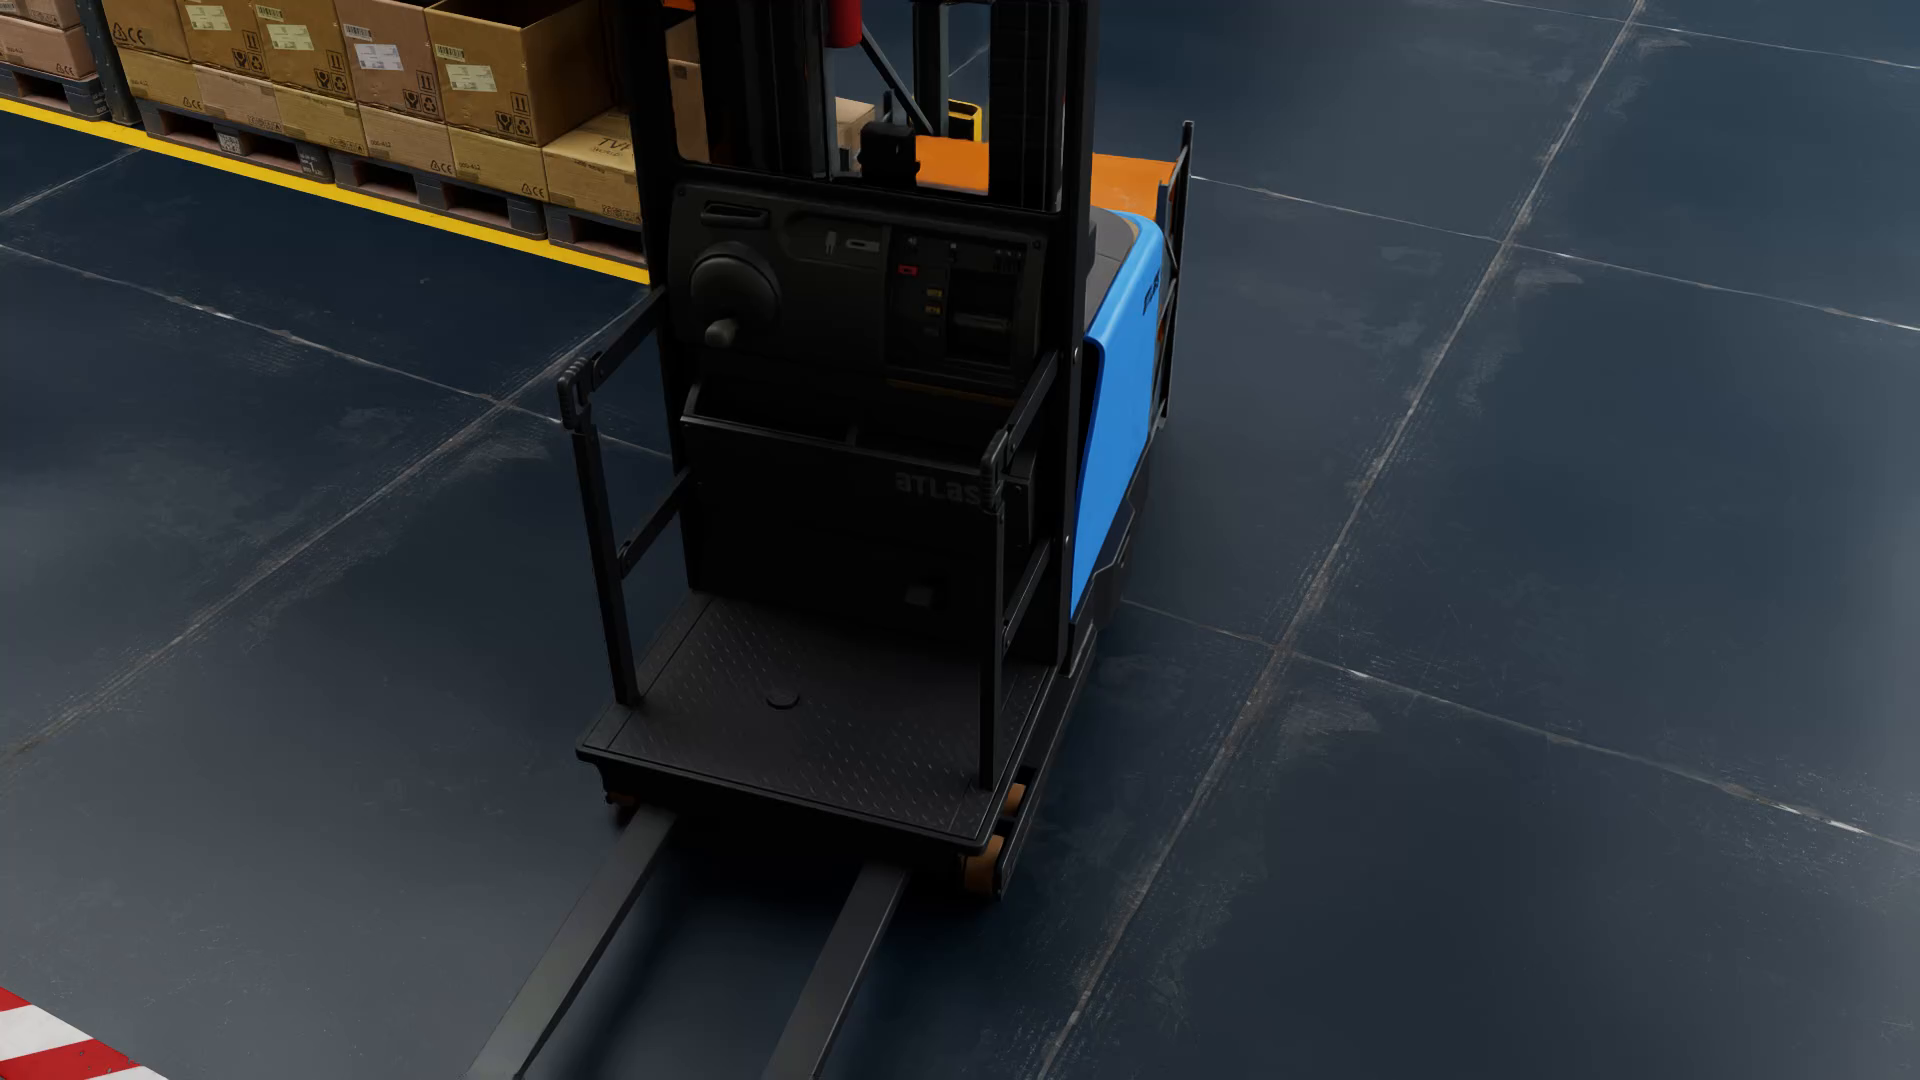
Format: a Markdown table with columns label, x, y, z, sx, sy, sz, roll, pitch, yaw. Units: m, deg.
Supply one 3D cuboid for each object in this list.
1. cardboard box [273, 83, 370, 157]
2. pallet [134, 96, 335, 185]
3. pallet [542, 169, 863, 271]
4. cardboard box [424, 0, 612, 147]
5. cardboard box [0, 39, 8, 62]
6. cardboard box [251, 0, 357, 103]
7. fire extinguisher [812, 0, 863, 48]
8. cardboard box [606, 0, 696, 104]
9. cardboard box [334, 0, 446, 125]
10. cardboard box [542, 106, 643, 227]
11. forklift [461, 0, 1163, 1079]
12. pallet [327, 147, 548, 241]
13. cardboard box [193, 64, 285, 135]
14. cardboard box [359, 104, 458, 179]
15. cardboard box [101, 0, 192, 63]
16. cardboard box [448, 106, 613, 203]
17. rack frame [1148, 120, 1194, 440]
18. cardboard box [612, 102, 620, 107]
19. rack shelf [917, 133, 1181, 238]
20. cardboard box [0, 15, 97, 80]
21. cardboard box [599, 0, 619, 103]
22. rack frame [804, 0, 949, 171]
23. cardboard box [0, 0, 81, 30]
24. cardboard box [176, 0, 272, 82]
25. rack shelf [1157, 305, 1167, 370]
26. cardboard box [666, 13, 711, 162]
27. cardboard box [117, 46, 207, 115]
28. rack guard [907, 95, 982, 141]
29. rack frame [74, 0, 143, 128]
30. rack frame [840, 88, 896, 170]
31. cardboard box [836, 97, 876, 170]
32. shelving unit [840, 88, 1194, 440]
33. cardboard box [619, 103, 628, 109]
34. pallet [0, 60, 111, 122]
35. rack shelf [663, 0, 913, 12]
| label | x | y | z | sx | sy | sz | roll | pitch | yaw |
| --- | --- | --- | --- | --- | --- | --- | --- | --- | --- |
| cardboard box | -2.723 | -1.992 | 7.547 | 0.500 | 0.250 | 0.500 | 17 | 41 | 21 |
| pallet | -3.192 | -2.141 | 8.123 | 1.213 | 0.211 | 1.003 | 17 | 41 | 21 |
| pallet | -1.025 | -1.463 | 7.229 | 1.213 | 0.211 | 1.003 | 17 | 41 | 21 |
| cardboard box | -1.835 | -2.013 | 6.955 | 0.500 | 0.500 | 0.500 | 17 | 41 | 21 |
| cardboard box | -4.829 | -2.669 | 8.438 | 0.500 | 0.250 | 0.500 | 17 | 40 | 21 |
| cardboard box | -2.723 | -2.291 | 7.321 | 0.500 | 0.500 | 0.500 | 17 | 41 | 21 |
| fire extinguisher | -0.436 | -2.070 | 5.787 | 0.183 | 0.674 | 0.296 | 17 | 41 | 21 |
| cardboard box | -1.146 | -2.160 | 7.149 | 0.500 | 0.500 | 0.500 | 17 | 41 | 21 |
| cardboard box | -2.278 | -2.153 | 7.139 | 0.500 | 0.500 | 0.500 | 17 | 41 | 21 |
| cardboard box | -1.389 | -1.578 | 7.002 | 0.500 | 0.250 | 0.500 | 17 | 41 | 21 |
| forklift | -0.317 | -0.529 | 3.750 | 1.130 | 2.935 | 3.031 | 11 | 39 | 14 |
| pallet | -2.105 | -1.803 | 7.677 | 1.213 | 0.211 | 1.003 | 17 | 41 | 21 |
| cardboard box | -3.165 | -2.134 | 7.734 | 0.500 | 0.250 | 0.500 | 17 | 41 | 21 |
| cardboard box | -2.277 | -1.856 | 7.368 | 0.500 | 0.250 | 0.500 | 17 | 41 | 21 |
| cardboard box | -3.611 | -2.569 | 7.687 | 0.500 | 0.500 | 0.500 | 17 | 41 | 21 |
| cardboard box | -1.833 | -1.716 | 7.184 | 0.500 | 0.250 | 0.500 | 17 | 41 | 21 |
| rack frame | 0.681 | -0.771 | 5.562 | 0.032 | 1.125 | 0.500 | 10 | 38 | 12 |
| cardboard box | -1.590 | -2.000 | 7.558 | 0.500 | 0.250 | 0.500 | 17 | 41 | 21 |
| rack shelf | 0.191 | -1.086 | 5.493 | 1.000 | 0.278 | 0.538 | 10 | 38 | 12 |
| cardboard box | -4.380 | -2.527 | 8.252 | 0.500 | 0.250 | 0.500 | 17 | 40 | 21 |
| cardboard box | -1.596 | -2.293 | 7.323 | 0.500 | 0.500 | 0.500 | 17 | 41 | 21 |
| rack frame | -0.327 | -2.383 | 6.135 | 0.127 | 3.000 | 1.000 | 17 | 41 | 21 |
| cardboard box | -4.370 | -2.749 | 8.081 | 0.500 | 0.311 | 0.500 | 17 | 41 | 21 |
| cardboard box | -3.164 | -2.434 | 7.509 | 0.500 | 0.500 | 0.500 | 17 | 41 | 21 |
| rack shelf | 0.191 | -0.658 | 5.818 | 1.000 | 0.278 | 0.538 | 10 | 38 | 12 |
| cardboard box | -0.940 | -1.743 | 6.599 | 0.500 | 0.500 | 0.500 | 17 | 41 | 21 |
| cardboard box | -3.607 | -2.276 | 7.921 | 0.500 | 0.250 | 0.500 | 17 | 41 | 21 |
| rack guard | -0.306 | -1.381 | 6.882 | 0.348 | 0.500 | 1.175 | 17 | 41 | 21 |
| rack frame | -3.879 | -3.495 | 7.601 | 0.127 | 3.000 | 1.000 | 17 | 41 | 21 |
| rack frame | -0.299 | -0.935 | 5.778 | 0.032 | 1.125 | 0.500 | 10 | 38 | 12 |
| cardboard box | -0.701 | -1.724 | 7.194 | 0.500 | 0.250 | 0.500 | 17 | 41 | 21 |
| shelving unit | 0.191 | -0.853 | 5.670 | 1.048 | 1.125 | 0.538 | 10 | 38 | 12 |
| cardboard box | -1.147 | -1.861 | 7.374 | 0.500 | 0.250 | 0.500 | 17 | 41 | 21 |
| pallet | -4.551 | -2.569 | 8.686 | 1.213 | 0.211 | 1.003 | 17 | 41 | 21 |
| rack shelf | -2.103 | -2.653 | 7.086 | 4.000 | 0.370 | 1.077 | 17 | 41 | 21 |
